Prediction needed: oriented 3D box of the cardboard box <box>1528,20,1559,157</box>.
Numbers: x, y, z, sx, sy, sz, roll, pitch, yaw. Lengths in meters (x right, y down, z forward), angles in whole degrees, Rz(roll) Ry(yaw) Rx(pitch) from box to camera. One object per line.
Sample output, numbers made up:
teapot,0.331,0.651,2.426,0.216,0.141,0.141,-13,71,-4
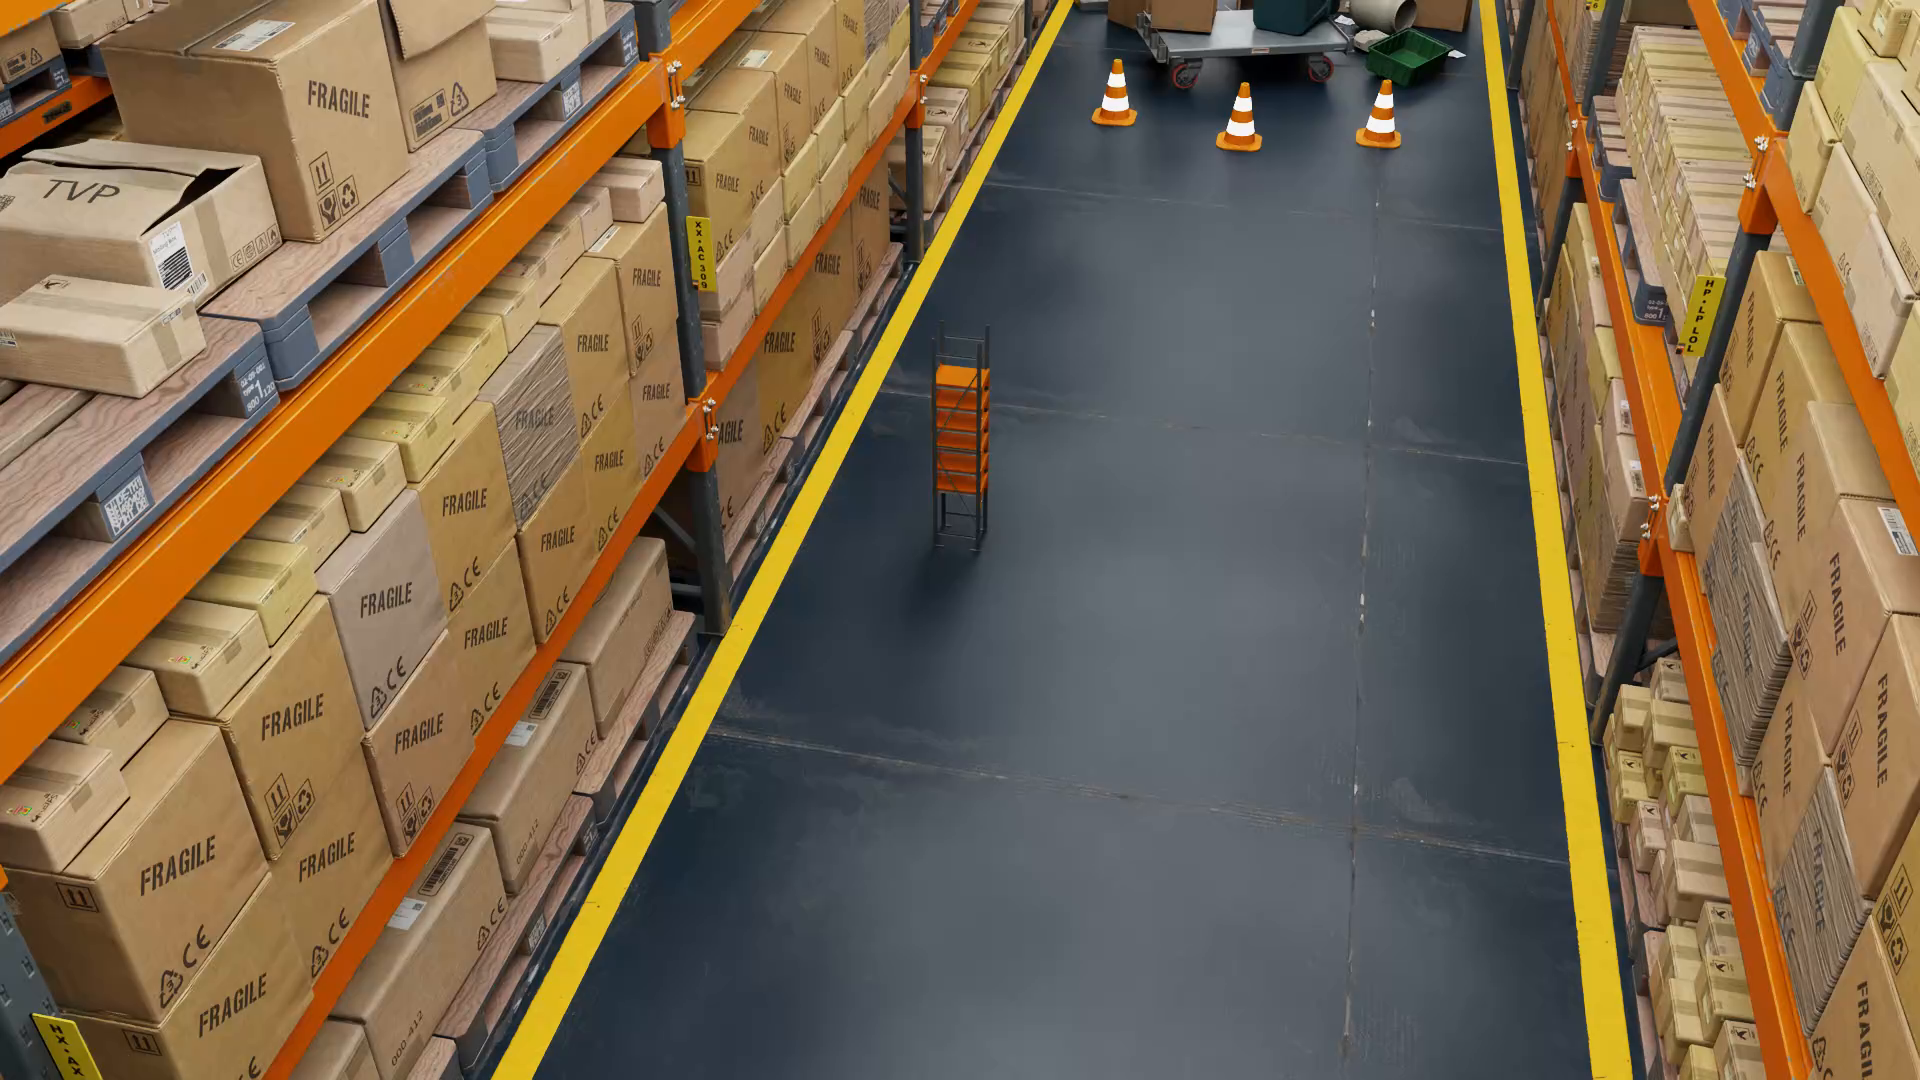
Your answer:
cardboard box,4.718,-3.210,11.953,1.050,0.750,0.750,7,37,10

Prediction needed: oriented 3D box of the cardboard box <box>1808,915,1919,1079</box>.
cardboard box,2.369,1.263,3.882,0.500,0.500,0.500,7,36,9

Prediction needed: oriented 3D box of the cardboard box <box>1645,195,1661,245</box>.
cardboard box,3.487,-1.505,7.897,0.380,0.149,0.250,6,36,8

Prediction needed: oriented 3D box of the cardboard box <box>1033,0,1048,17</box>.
cardboard box,0.505,-4.794,14.564,0.500,0.250,0.500,6,36,8

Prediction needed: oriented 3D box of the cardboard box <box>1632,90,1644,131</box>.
cardboard box,3.709,-2.205,8.610,0.380,0.149,0.250,6,36,9

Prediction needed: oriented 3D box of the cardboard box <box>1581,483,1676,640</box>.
cardboard box,3.176,0.102,7.596,0.500,0.500,0.500,7,36,9

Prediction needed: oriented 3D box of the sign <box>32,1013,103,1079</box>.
sign,-1.907,1.137,3.591,0.100,0.325,0.005,7,37,10

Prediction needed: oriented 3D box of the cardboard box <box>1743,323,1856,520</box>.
cardboard box,2.833,-0.323,5.219,0.500,0.500,0.500,6,36,9

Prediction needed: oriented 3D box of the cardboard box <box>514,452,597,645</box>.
cardboard box,-1.641,-0.004,5.884,0.500,0.500,0.500,7,36,9

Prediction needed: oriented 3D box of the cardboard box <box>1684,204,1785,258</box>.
cardboard box,3.328,-1.301,7.108,0.380,0.149,0.250,7,37,10

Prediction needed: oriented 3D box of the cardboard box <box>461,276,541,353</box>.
cardboard box,-1.629,-0.764,5.528,0.380,0.149,0.250,7,37,10

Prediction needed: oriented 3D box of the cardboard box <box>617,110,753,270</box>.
cardboard box,-1.219,-1.509,7.108,0.500,0.500,0.500,8,37,11

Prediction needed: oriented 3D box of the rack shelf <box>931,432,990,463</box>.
rack shelf,0.003,-0.458,8.206,0.258,0.103,0.180,7,37,10

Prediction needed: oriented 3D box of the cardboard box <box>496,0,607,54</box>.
cardboard box,-1.418,-1.811,5.579,0.396,0.266,0.258,8,37,11

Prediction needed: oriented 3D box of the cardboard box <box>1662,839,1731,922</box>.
cardboard box,2.697,1.220,5.845,0.380,0.149,0.250,8,37,11

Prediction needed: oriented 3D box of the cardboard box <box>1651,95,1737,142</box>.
cardboard box,3.605,-2.045,8.134,0.380,0.149,0.250,9,37,12

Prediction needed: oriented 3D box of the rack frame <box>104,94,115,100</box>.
rack frame,-5.589,-3.760,11.152,1.000,3.000,0.127,7,37,10

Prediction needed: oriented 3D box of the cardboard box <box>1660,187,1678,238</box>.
cardboard box,3.434,-1.482,7.612,0.380,0.149,0.250,7,37,10

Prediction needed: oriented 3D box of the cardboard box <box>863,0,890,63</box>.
cardboard box,-0.696,-2.961,9.113,0.500,0.500,0.500,8,37,11

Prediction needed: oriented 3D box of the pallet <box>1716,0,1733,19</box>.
pallet,3.718,-2.358,6.822,1.213,0.211,1.003,7,37,10

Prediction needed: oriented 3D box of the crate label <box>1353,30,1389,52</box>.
crate label,3.550,-4.296,14.331,0.298,0.136,0.250,-17,39,-22

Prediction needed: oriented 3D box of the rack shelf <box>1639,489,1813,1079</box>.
rack shelf,2.836,1.153,4.986,1.077,0.370,4.000,7,37,10

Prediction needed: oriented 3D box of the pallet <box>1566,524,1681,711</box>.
pallet,3.428,0.398,7.791,1.003,0.211,1.213,7,37,10

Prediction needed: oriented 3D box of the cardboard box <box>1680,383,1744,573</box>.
cardboard box,2.912,-0.193,5.892,0.500,0.500,0.500,7,36,9

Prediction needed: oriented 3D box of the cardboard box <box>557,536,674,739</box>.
cardboard box,-1.833,0.367,7.283,0.875,0.438,0.875,7,36,9

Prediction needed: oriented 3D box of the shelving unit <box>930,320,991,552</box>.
shelving unit,0.003,-0.494,8.179,0.258,1.200,0.189,7,37,10

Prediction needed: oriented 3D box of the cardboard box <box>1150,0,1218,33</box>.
cardboard box,1.860,-4.522,13.688,0.500,0.500,0.500,7,37,10

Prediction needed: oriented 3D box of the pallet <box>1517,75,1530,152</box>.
pallet,4.881,-3.290,12.880,1.003,0.211,1.213,7,37,10

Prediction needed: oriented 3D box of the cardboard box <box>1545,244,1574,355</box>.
cardboard box,3.718,-1.362,9.615,0.500,0.500,0.500,6,36,8

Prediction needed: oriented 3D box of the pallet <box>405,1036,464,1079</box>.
pallet,-2.354,2.107,5.433,1.003,0.211,1.213,7,37,10

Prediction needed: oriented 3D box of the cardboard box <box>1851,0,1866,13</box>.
cardboard box,2.965,-1.666,5.068,0.380,0.149,0.250,7,36,9

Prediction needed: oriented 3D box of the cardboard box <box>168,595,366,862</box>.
cardboard box,-1.964,0.464,4.386,0.500,0.500,0.500,6,36,9

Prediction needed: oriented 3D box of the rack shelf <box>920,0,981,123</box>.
rack shelf,-0.312,-3.995,12.090,1.077,0.370,4.000,7,37,10

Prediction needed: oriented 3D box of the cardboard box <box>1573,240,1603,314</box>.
cardboard box,3.626,-1.383,9.006,0.500,0.250,0.500,7,37,9

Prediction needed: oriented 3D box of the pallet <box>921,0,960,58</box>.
pallet,-0.691,-3.484,10.935,1.213,0.211,1.003,7,37,10

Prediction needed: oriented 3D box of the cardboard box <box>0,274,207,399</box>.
cardboard box,-1.991,-0.472,3.830,0.380,0.149,0.250,9,37,12

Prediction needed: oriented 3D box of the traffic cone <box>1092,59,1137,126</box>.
traffic cone,1.218,-3.520,12.982,0.336,0.463,0.334,7,37,10

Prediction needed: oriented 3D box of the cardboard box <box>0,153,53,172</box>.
cardboard box,-5.728,-2.271,10.317,0.380,0.149,0.250,7,36,9

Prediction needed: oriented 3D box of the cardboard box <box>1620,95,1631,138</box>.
cardboard box,3.768,-2.261,8.940,0.380,0.149,0.250,9,37,12

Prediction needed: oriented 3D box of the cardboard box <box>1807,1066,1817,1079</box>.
cardboard box,2.363,1.455,4.170,0.380,0.149,0.250,8,37,11

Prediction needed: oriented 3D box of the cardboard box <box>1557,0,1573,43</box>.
cardboard box,4.167,-3.482,10.684,0.500,0.500,0.500,7,36,9

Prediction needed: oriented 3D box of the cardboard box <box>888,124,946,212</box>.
cardboard box,-0.609,-2.569,11.390,0.950,0.372,0.625,5,36,7

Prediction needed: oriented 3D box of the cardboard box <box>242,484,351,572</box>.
cardboard box,-1.905,-0.035,4.522,0.380,0.149,0.250,8,37,10

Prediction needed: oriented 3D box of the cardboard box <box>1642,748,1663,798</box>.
cardboard box,2.907,0.903,6.536,0.380,0.149,0.250,8,37,10

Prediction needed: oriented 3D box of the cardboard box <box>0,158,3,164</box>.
cardboard box,-6.220,-2.319,10.384,0.380,0.149,0.250,7,36,9

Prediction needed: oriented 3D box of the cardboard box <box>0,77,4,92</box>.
cardboard box,-5.844,-2.674,9.210,0.700,0.500,0.500,7,37,10

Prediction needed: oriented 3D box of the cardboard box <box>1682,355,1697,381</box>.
cardboard box,3.210,-0.754,6.861,0.380,0.149,0.250,8,37,10

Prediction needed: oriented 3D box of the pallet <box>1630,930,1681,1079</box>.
pallet,2.896,1.936,5.670,1.003,0.211,1.213,7,37,10

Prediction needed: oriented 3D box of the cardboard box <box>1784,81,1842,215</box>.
cardboard box,2.907,-1.206,5.200,0.500,0.250,0.500,9,37,12

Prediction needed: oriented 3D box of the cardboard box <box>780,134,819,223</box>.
cardboard box,-1.007,-1.794,8.141,0.500,0.250,0.500,8,37,11

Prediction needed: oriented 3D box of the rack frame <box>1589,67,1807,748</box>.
rack frame,3.264,-0.284,6.357,1.000,3.000,0.127,7,37,10

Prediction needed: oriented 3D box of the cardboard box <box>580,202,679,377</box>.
cardboard box,-1.425,-0.987,6.389,0.500,0.500,0.500,7,37,10

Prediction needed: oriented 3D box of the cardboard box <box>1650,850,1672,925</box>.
cardboard box,2.807,1.322,6.212,0.380,0.149,0.250,7,36,9

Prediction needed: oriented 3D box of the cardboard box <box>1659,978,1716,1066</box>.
cardboard box,2.555,1.632,5.531,0.380,0.149,0.250,8,37,10

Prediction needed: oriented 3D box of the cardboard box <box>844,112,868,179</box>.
cardboard box,-0.811,-2.175,9.093,0.500,0.250,0.500,7,37,9

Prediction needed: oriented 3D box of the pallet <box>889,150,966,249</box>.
pallet,-0.571,-2.459,11.733,1.003,0.211,1.213,7,37,10

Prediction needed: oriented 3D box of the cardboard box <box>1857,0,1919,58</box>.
cardboard box,2.874,-1.514,4.859,0.380,0.149,0.250,6,36,8
